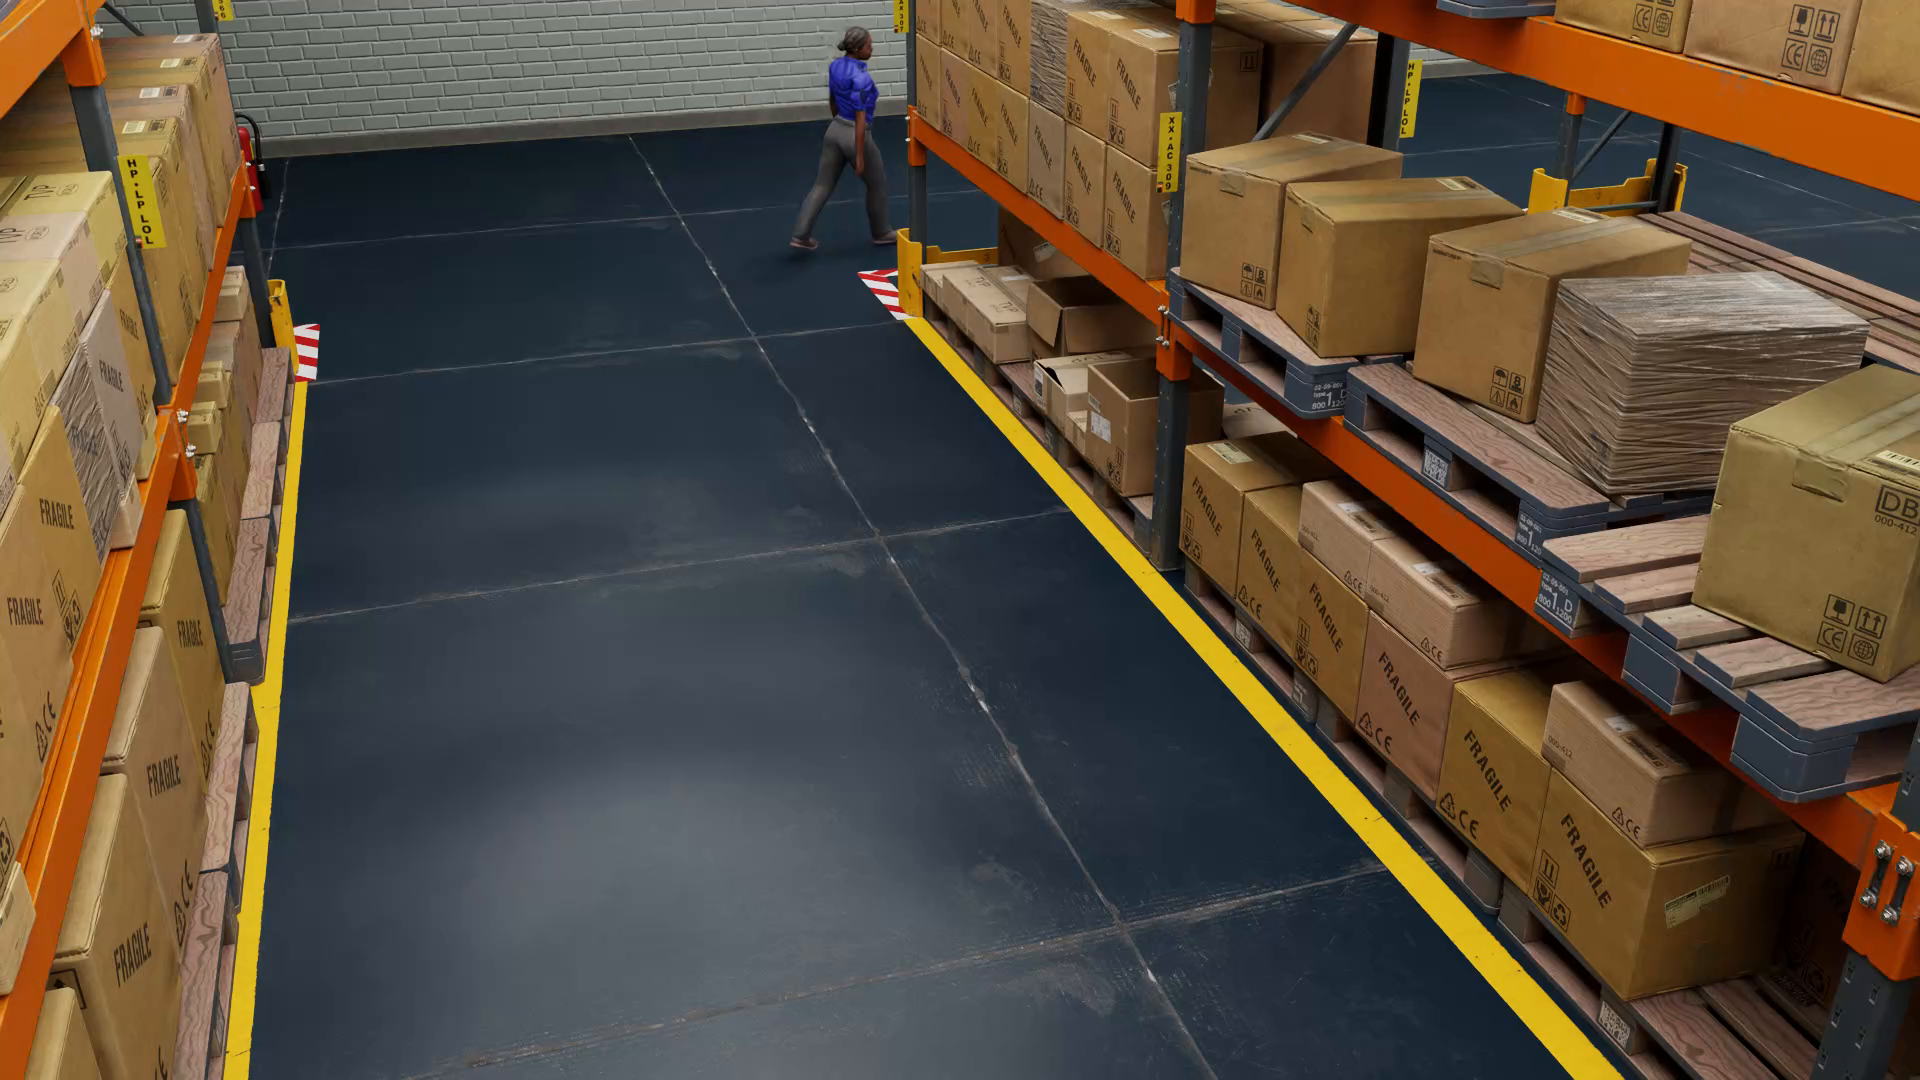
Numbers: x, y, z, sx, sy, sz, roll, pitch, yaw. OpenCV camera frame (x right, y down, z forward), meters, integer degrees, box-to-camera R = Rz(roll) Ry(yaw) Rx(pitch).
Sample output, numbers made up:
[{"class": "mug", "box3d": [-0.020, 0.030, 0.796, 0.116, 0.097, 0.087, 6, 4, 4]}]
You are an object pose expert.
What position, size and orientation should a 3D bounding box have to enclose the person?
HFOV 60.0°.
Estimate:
[{"class": "person", "box3d": [-0.830, -2.851, 11.800, 0.806, 1.554, 0.530, -24, 35, -39]}]
